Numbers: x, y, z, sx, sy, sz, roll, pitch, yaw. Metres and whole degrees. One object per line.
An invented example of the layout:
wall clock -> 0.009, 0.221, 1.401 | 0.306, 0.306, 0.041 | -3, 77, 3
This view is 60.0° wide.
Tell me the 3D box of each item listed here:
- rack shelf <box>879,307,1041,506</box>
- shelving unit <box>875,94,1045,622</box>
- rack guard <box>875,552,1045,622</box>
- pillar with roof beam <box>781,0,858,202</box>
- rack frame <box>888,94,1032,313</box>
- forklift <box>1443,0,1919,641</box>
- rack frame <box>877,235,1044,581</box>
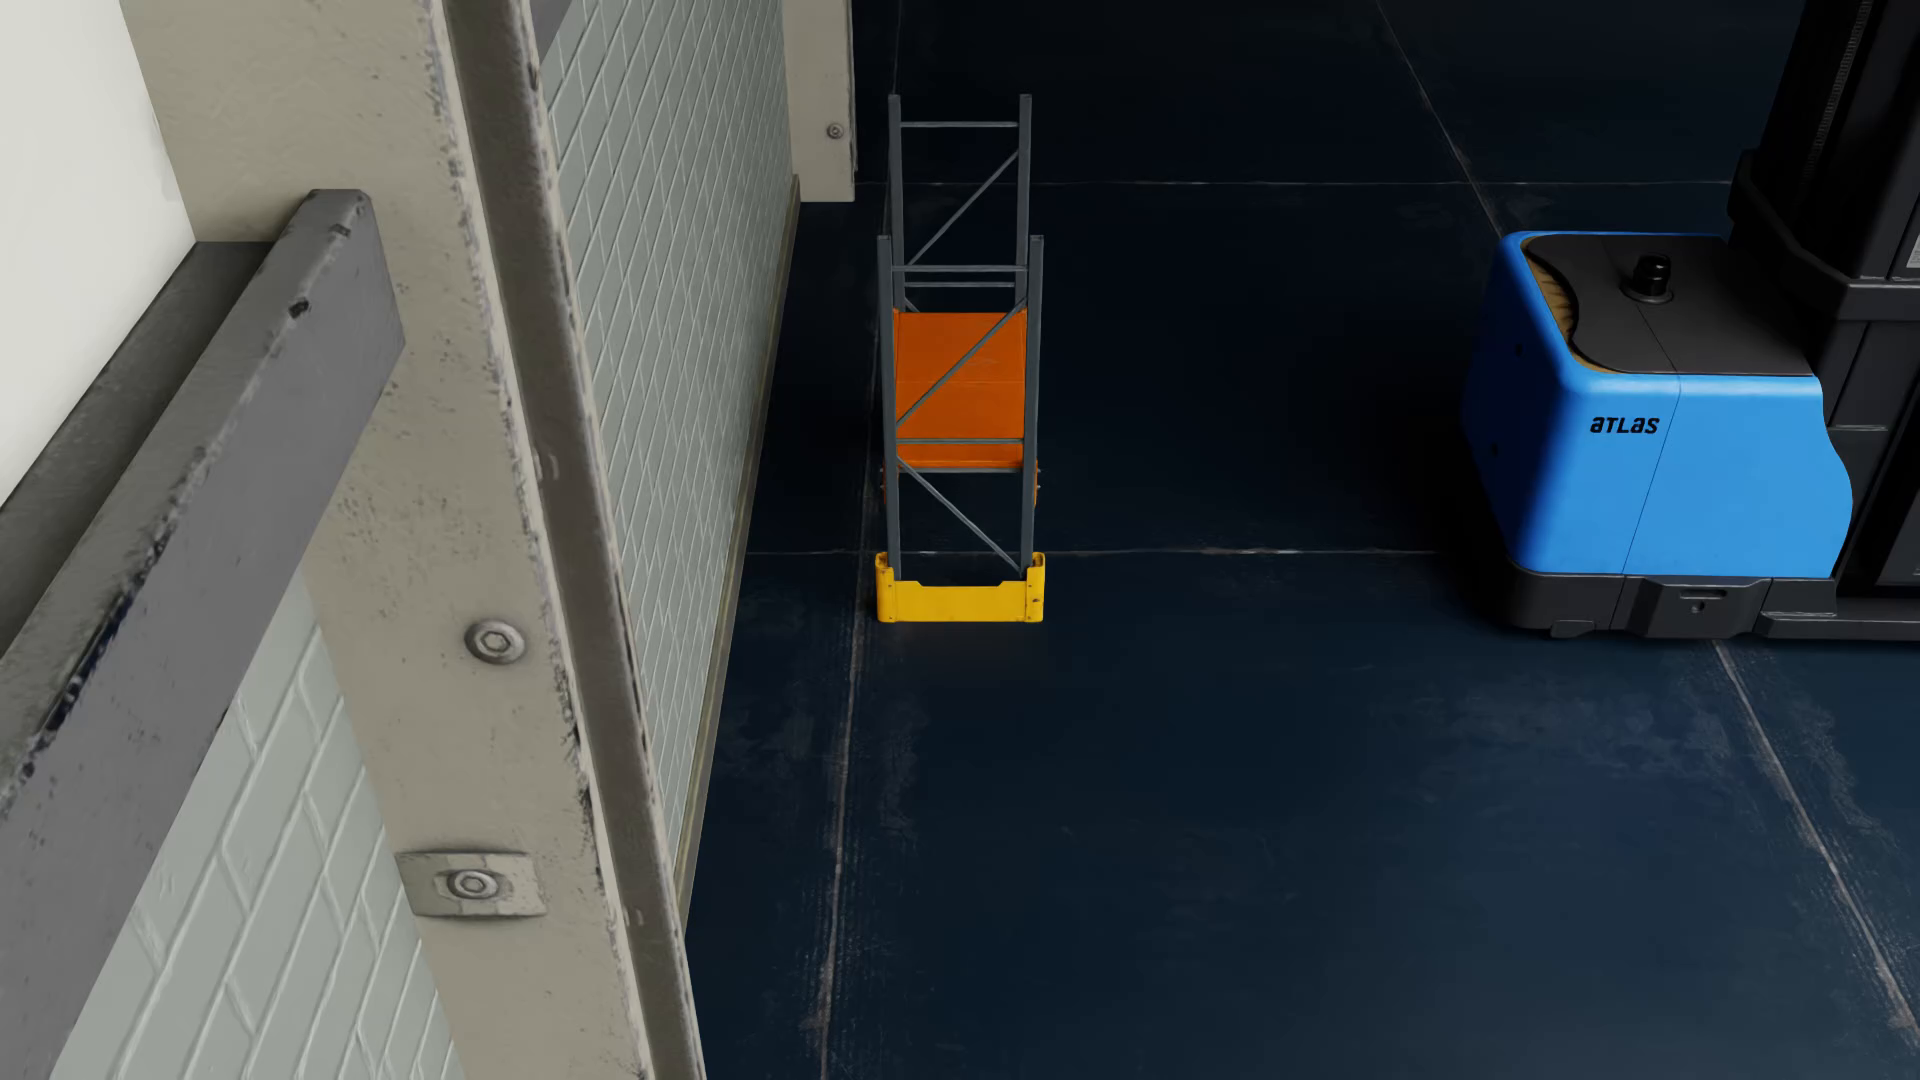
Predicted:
rack shelf -> 0.000, -0.498, 5.960 | 0.538, 0.185, 1.000 | 0, 39, 0
shelving unit -> 0.000, -0.633, 5.840 | 0.587, 1.500, 1.083 | 0, 39, 0
rack guard -> 0.000, 0.166, 5.843 | 0.587, 0.250, 0.087 | 0, 39, 0
pillar with roof beam -> 3.619, -5.343, 5.722 | 9.100, 9.000, 0.400 | 0, 39, 0
rack frame -> -0.001, -0.956, 6.244 | 0.500, 1.500, 0.032 | 0, 39, 0
forklift -> 3.390, -1.085, 5.260 | 3.031, 2.935, 1.130 | 1, 39, 1
rack frame -> 0.000, -0.321, 5.451 | 0.500, 1.500, 0.032 | 0, 39, 0
